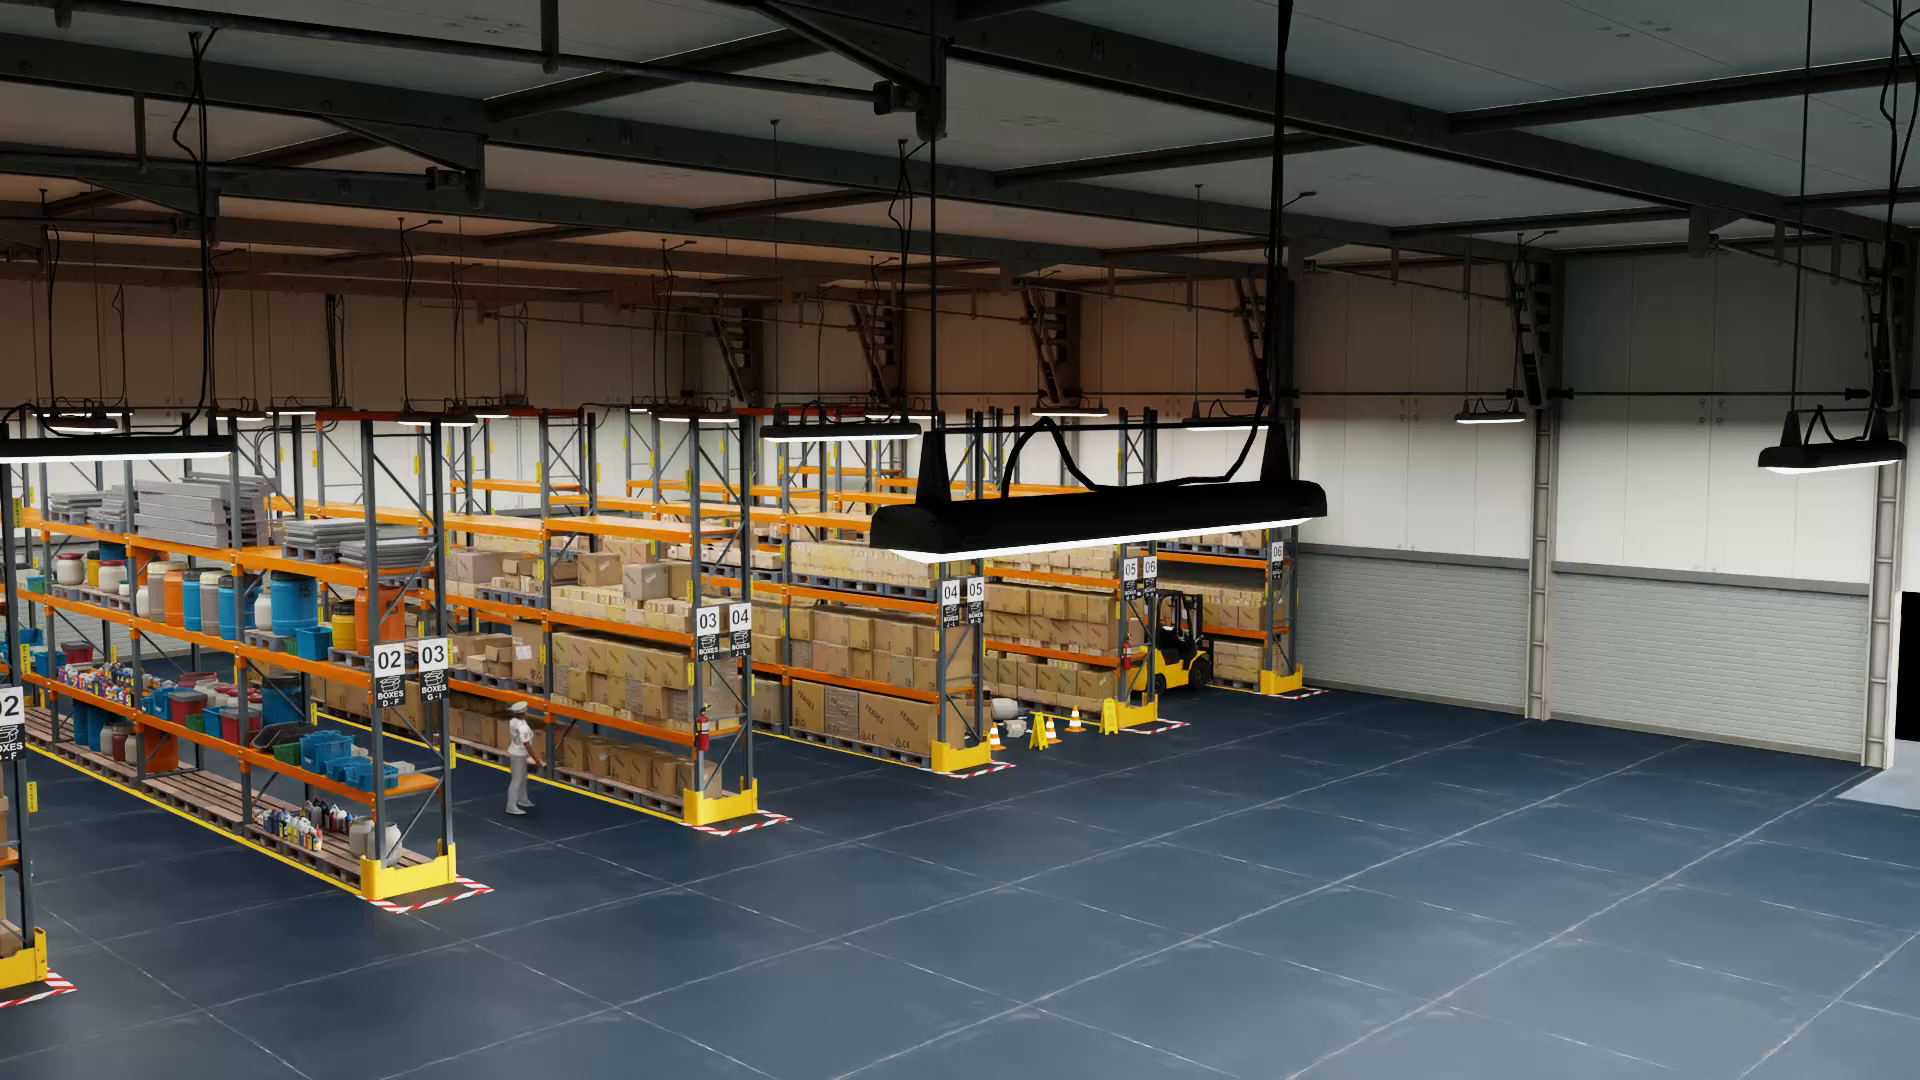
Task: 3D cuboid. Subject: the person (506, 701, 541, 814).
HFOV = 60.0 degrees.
[{"bbox_3d":[-6.656,3.292,25.203,0.527,1.716,0.635,-2,5,-23],"label":"person"}]
